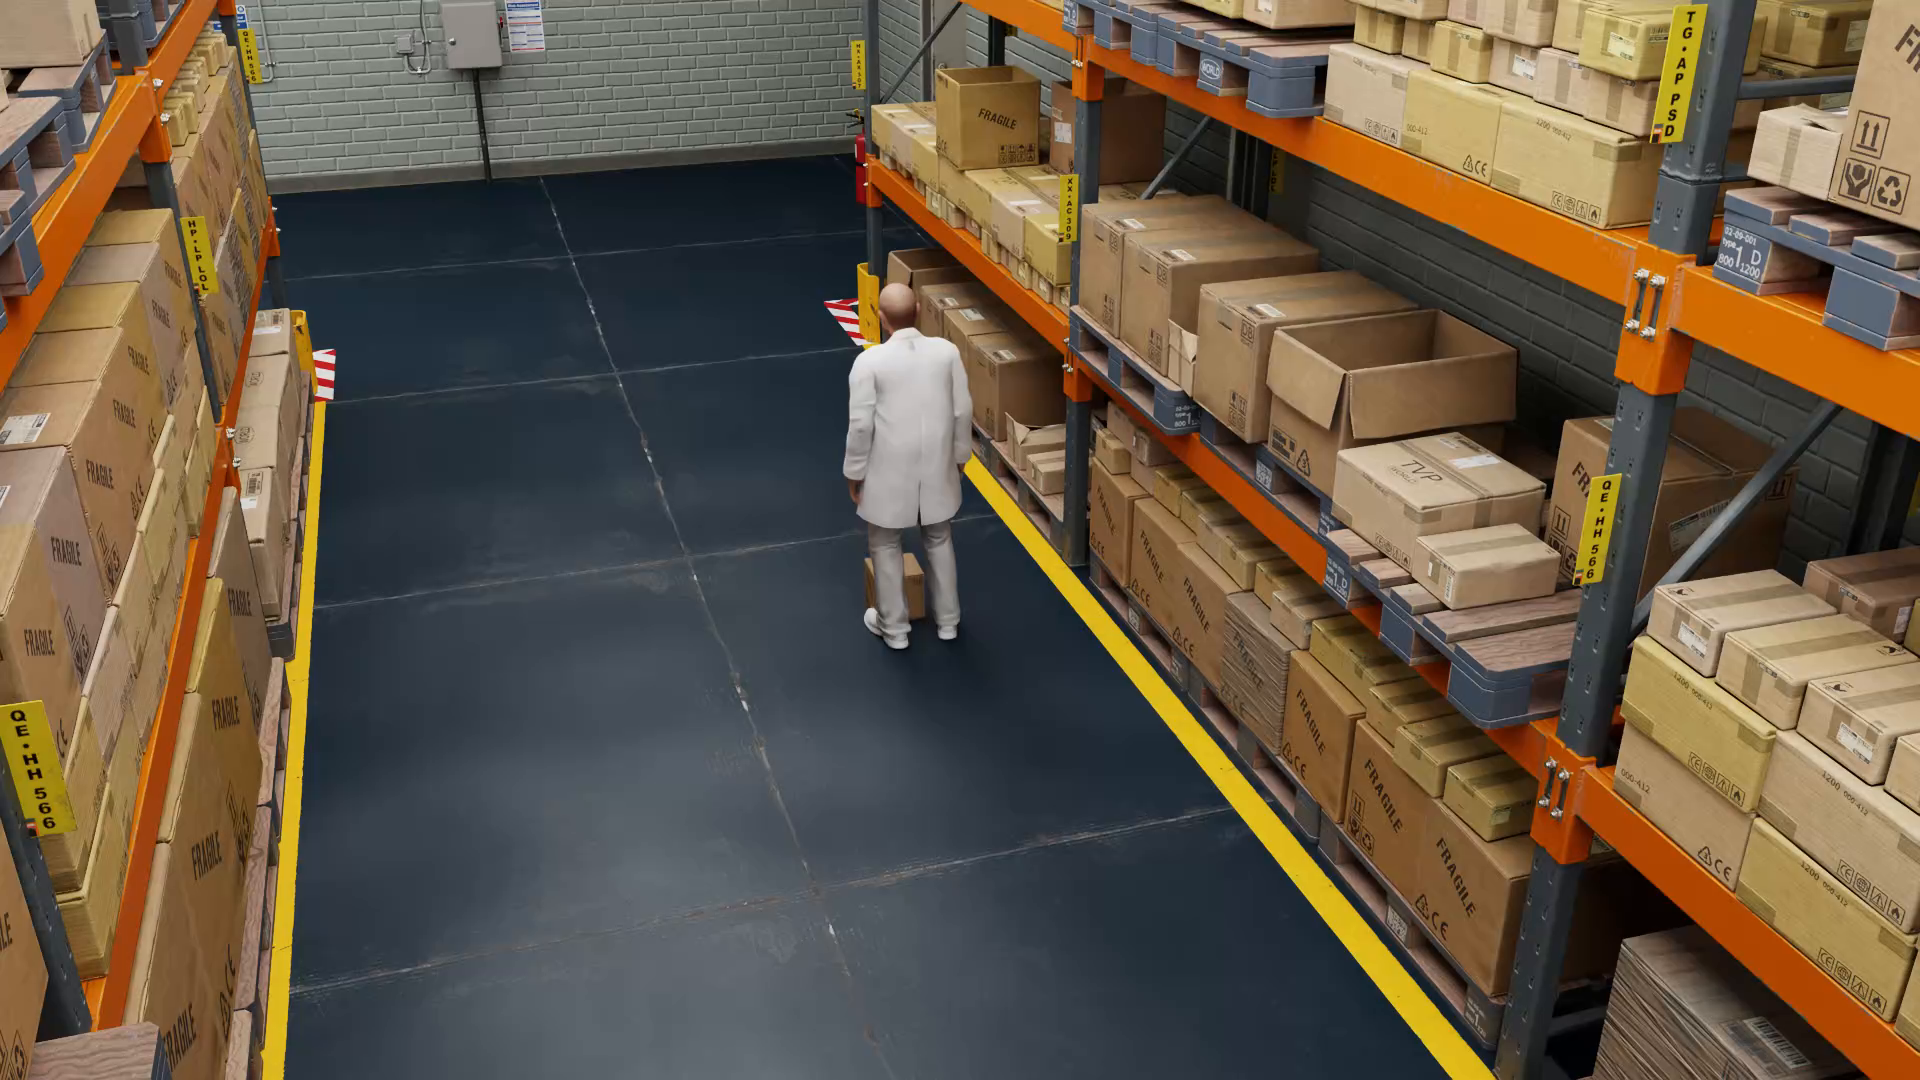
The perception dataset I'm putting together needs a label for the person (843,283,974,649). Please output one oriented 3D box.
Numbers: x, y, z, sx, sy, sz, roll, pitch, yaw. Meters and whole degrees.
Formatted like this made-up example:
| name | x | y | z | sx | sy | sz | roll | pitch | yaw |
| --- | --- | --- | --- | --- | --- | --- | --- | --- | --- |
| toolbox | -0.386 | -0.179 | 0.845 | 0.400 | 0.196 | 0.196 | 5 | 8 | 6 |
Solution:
| name | x | y | z | sx | sy | sz | roll | pitch | yaw |
| --- | --- | --- | --- | --- | --- | --- | --- | --- | --- |
| person | -0.245 | -0.339 | 7.828 | 0.637 | 1.773 | 0.428 | -9 | 27 | -18 |
